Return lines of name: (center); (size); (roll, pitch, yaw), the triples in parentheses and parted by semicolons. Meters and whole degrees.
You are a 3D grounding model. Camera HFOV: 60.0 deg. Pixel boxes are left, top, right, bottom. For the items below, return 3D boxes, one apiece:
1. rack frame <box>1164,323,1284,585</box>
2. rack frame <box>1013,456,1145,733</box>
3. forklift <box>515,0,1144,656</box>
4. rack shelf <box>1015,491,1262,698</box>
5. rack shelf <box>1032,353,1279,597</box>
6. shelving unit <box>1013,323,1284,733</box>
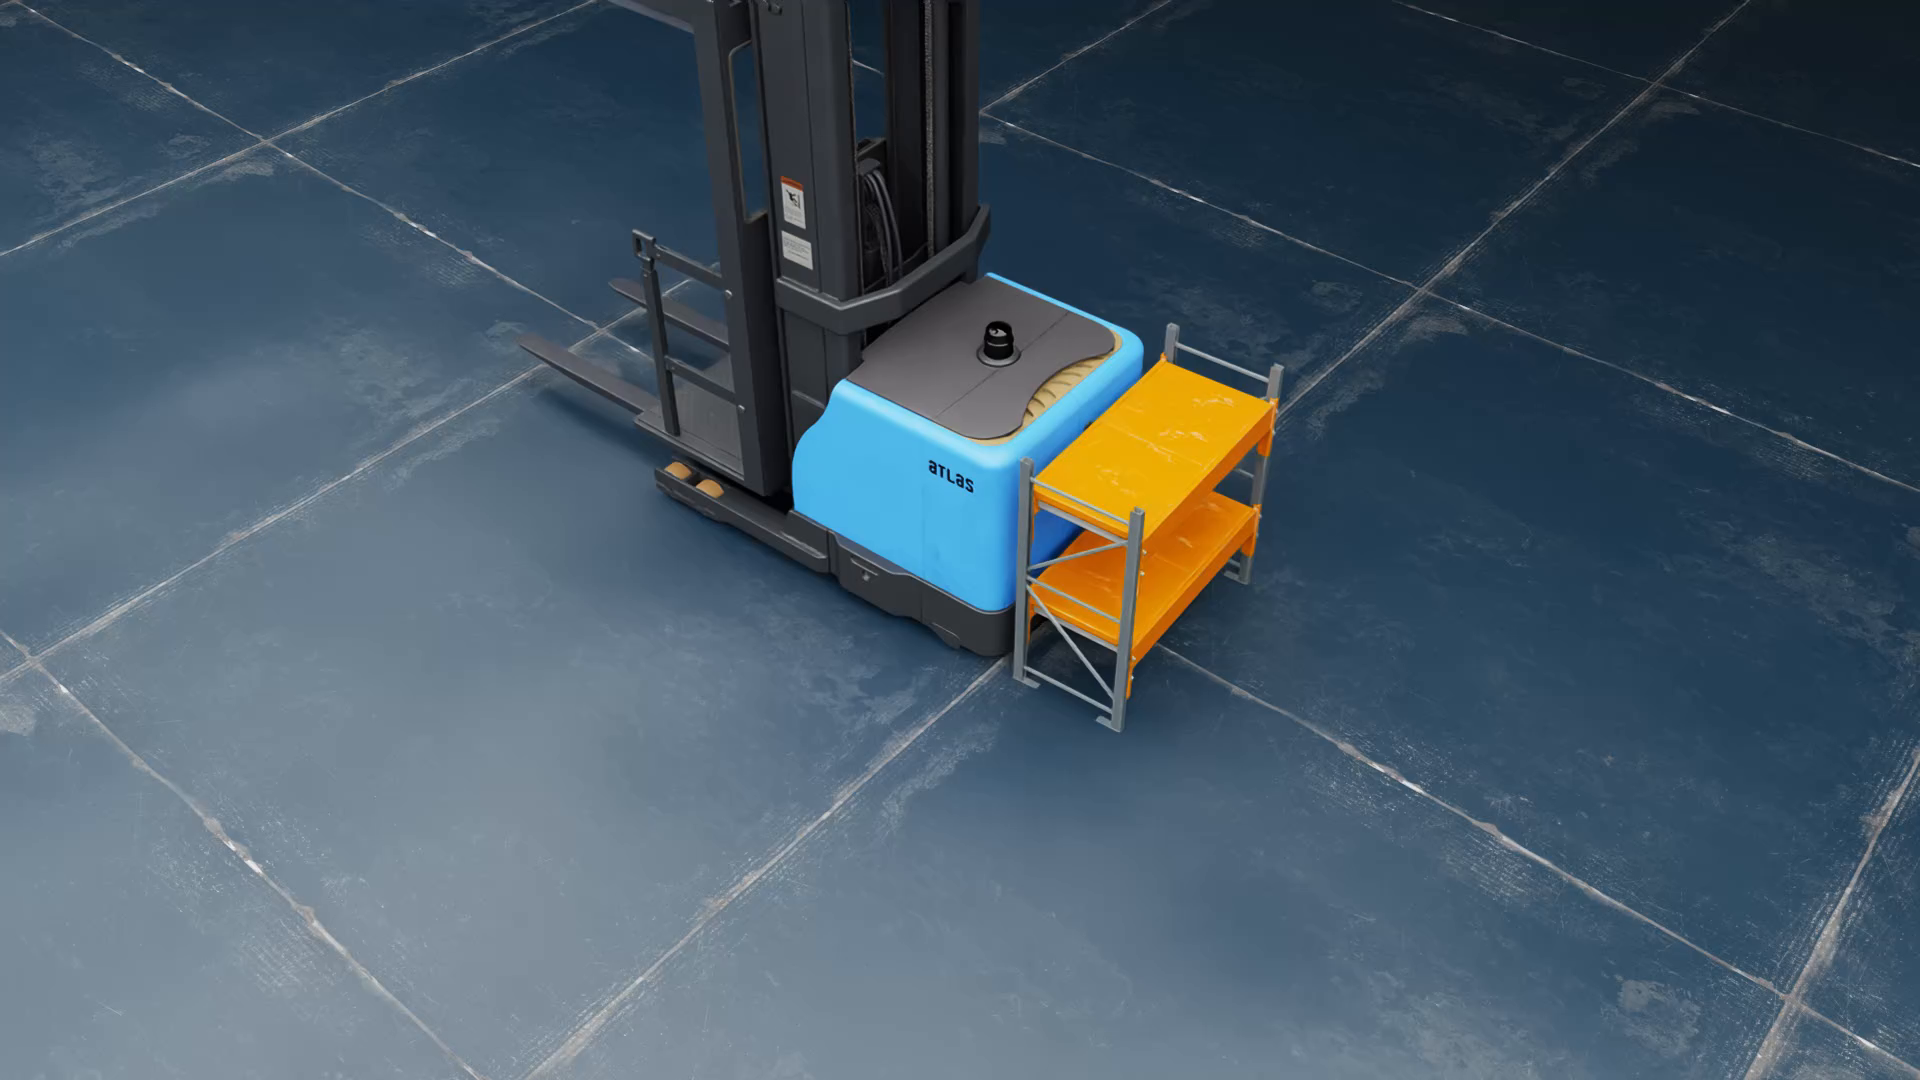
rack frame: (1.018, -0.330, 6.777); (0.500, 1.125, 0.032); (26, 48, 26)
rack frame: (0.424, 0.225, 6.166); (0.500, 1.125, 0.032); (26, 48, 26)
forklift: (-0.735, -1.440, 6.655); (3.031, 2.935, 1.130); (27, 49, 27)
rack shelf: (0.721, 0.128, 6.636); (0.538, 0.278, 1.000); (26, 48, 26)
rack shelf: (0.721, -0.269, 6.275); (0.538, 0.278, 1.000); (26, 48, 26)
shelving unit: (0.721, -0.052, 6.472); (0.538, 1.125, 1.048); (26, 48, 26)
